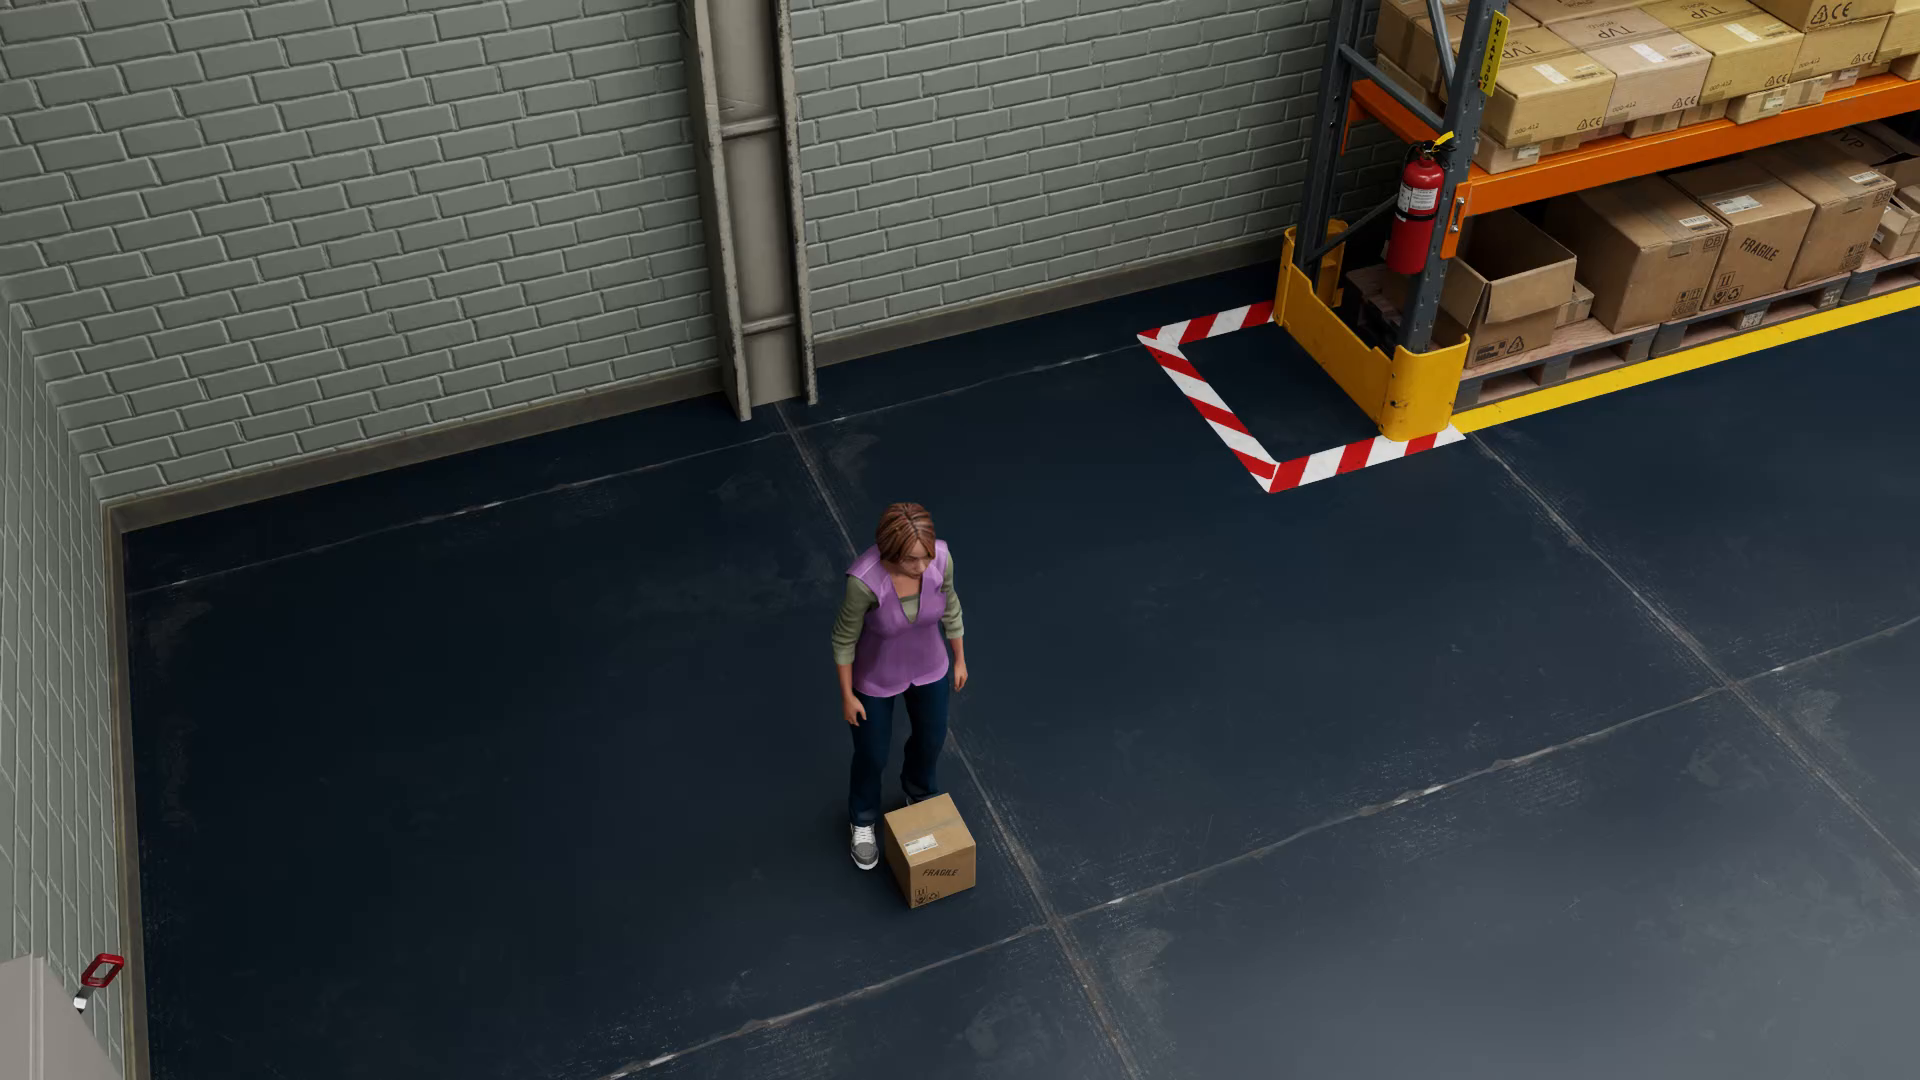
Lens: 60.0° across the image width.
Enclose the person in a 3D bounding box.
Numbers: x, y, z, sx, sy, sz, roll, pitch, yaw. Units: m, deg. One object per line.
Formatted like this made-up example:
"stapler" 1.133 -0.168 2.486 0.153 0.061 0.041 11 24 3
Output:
"person" -0.205 0.465 5.657 0.481 1.594 0.343 -17 45 -18
